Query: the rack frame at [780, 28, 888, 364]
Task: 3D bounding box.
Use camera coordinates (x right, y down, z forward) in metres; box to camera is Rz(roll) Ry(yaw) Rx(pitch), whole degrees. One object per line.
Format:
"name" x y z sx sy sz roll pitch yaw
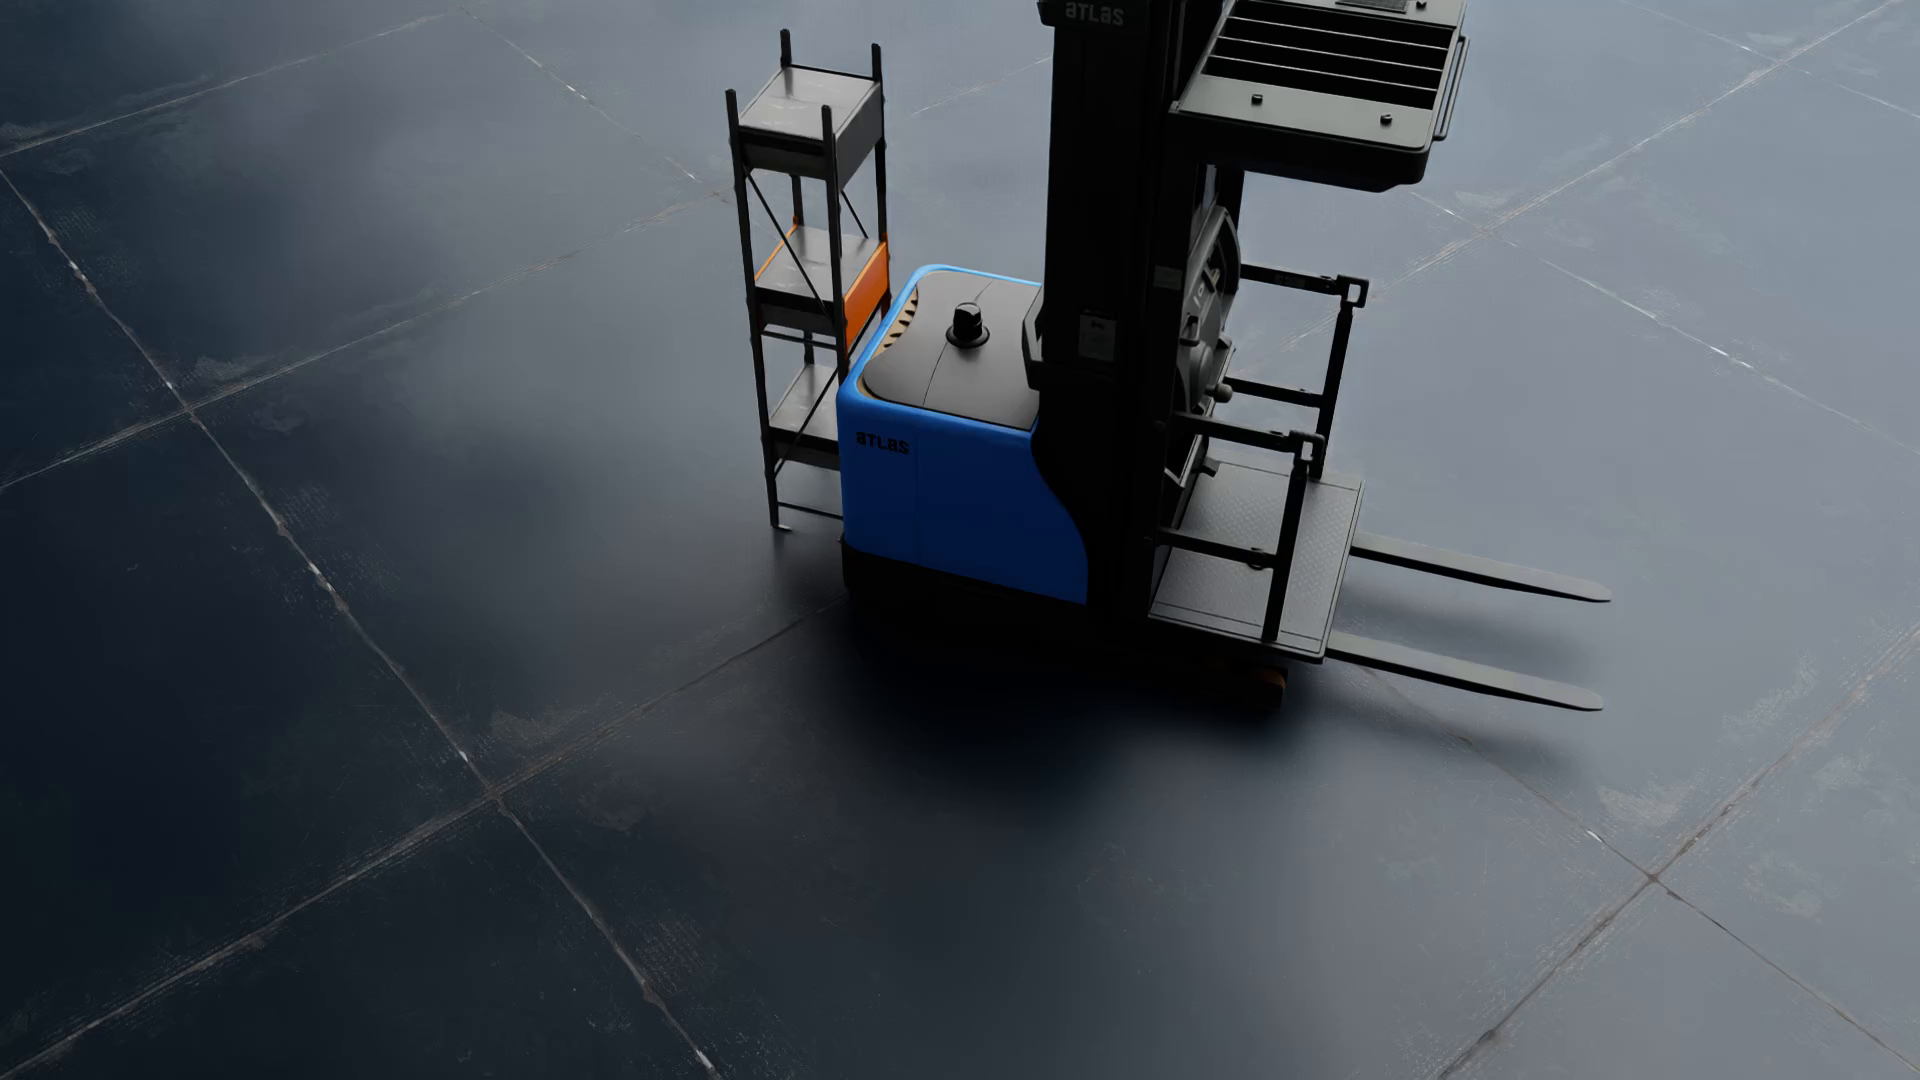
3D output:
"rack frame" -0.482 -1.101 6.888 0.400 2.100 0.015 13 45 14

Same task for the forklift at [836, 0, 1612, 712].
"forklift" 1.086 -0.816 5.978 3.031 2.935 1.130 13 45 14

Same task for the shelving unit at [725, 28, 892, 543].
"shelving unit" -0.560 -0.943 6.720 0.431 2.100 0.503 13 45 14

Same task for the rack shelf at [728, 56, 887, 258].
"rack shelf" -0.560 -1.443 6.250 0.431 0.518 0.480 13 45 14

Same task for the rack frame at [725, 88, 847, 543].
"rack frame" -0.639 -0.784 6.552 0.400 2.100 0.015 13 45 14

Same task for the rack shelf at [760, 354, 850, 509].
"rack shelf" -0.560 -0.423 7.209 0.431 0.518 0.480 13 45 14

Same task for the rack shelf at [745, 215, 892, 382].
"rack shelf" -0.560 -0.933 6.729 0.431 0.518 0.480 13 45 14
